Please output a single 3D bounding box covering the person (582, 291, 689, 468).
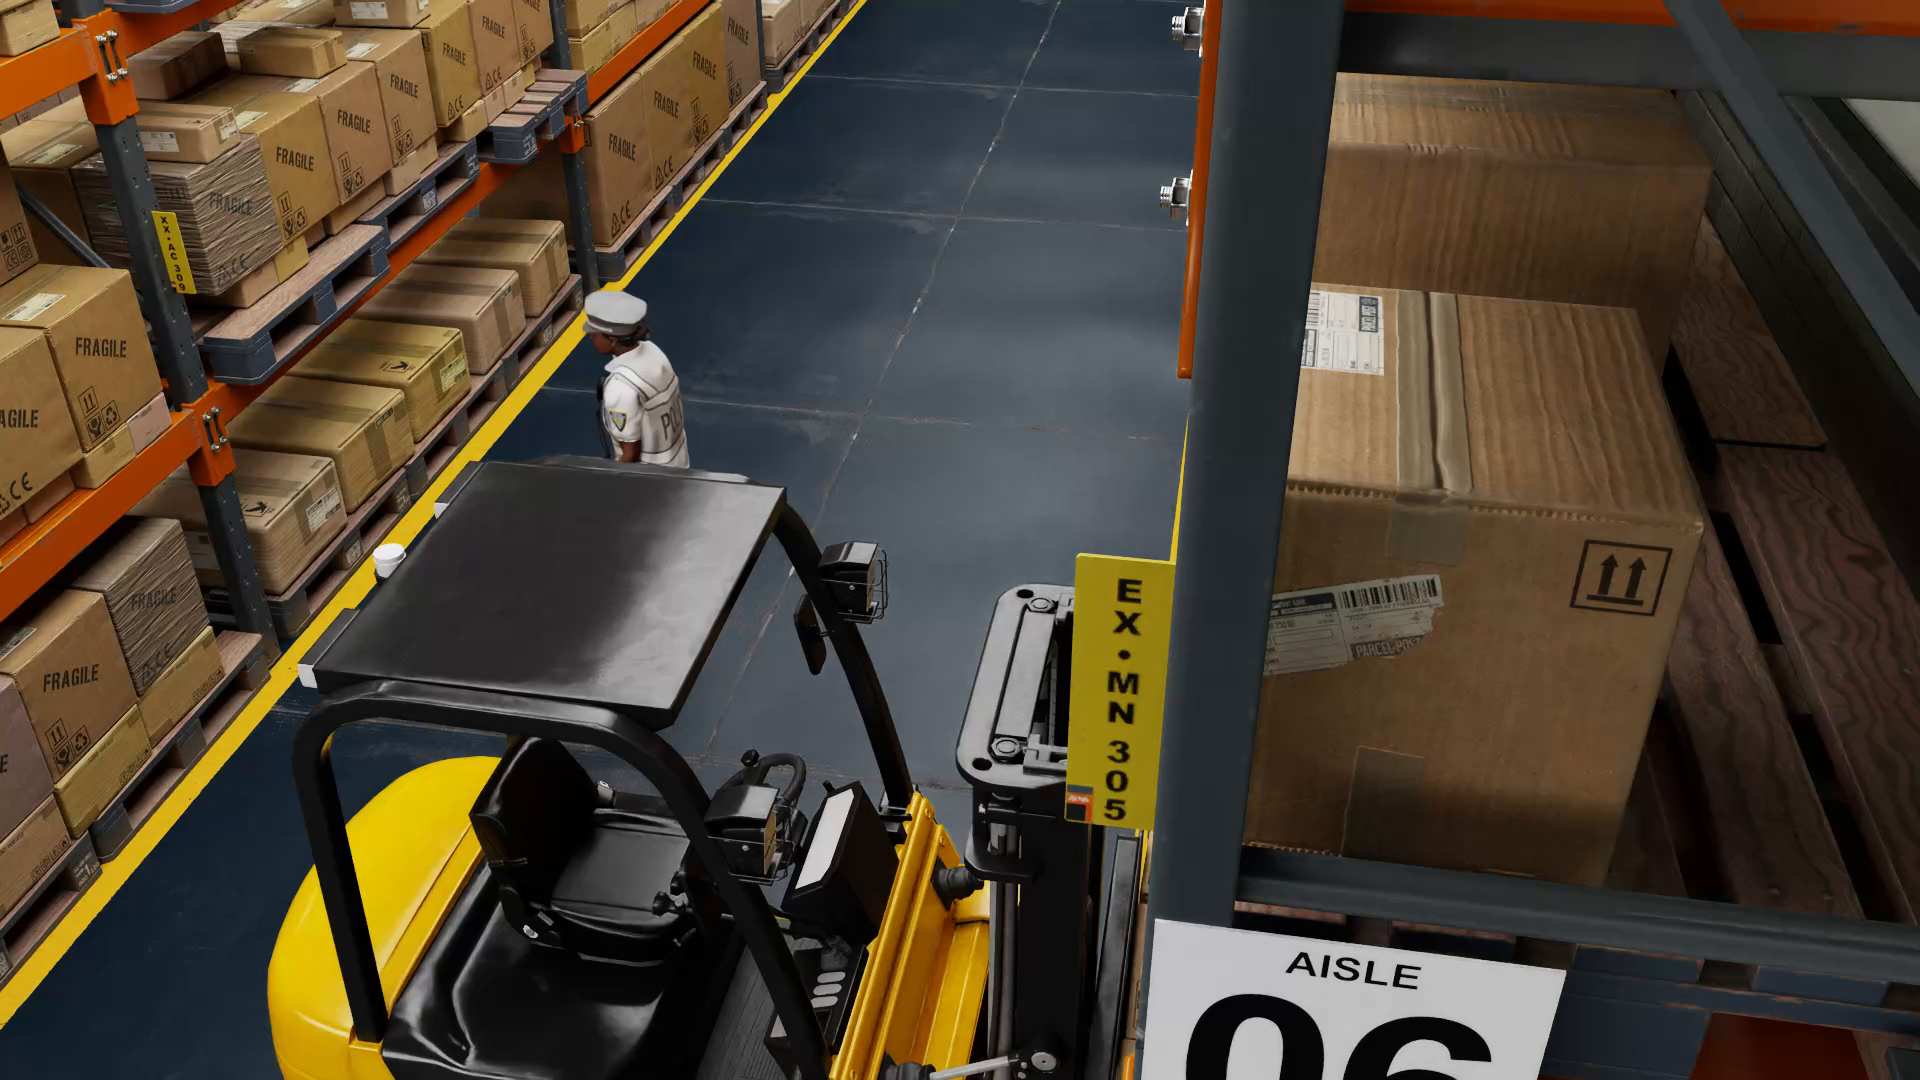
[{"bbox_3d":[-1.337,-0.265,7.041,0.370,1.672,0.492,4,33,7],"label":"person"}]
